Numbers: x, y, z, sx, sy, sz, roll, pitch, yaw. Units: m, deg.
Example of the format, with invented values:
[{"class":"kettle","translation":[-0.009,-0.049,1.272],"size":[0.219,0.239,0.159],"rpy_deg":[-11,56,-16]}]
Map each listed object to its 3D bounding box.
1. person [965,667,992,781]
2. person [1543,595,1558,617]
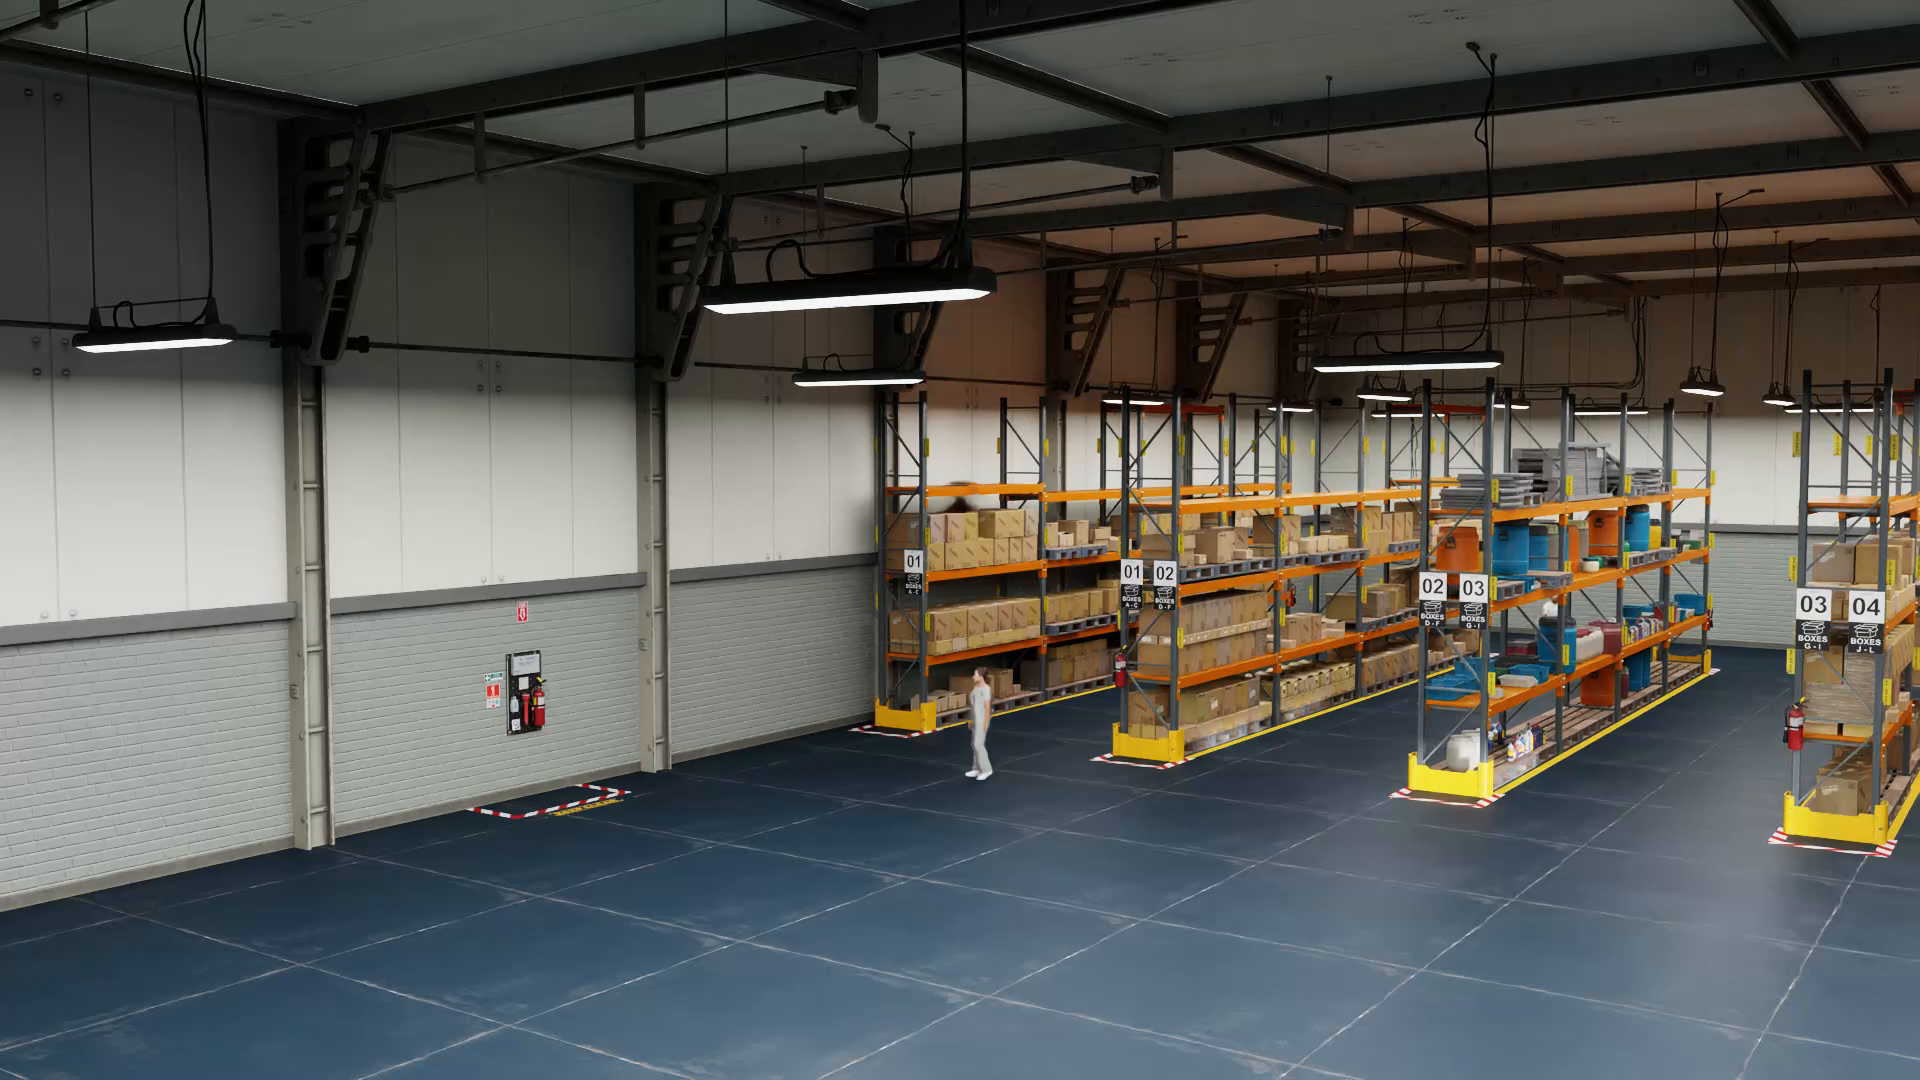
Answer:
[{"class":"person","translation":[0.290,2.772,25.206],"size":[0.384,1.700,0.476],"rpy_deg":[-1,3,-21]},{"class":"person","translation":[13.842,2.040,38.709],"size":[0.589,1.688,0.400],"rpy_deg":[0,3,-4]}]
